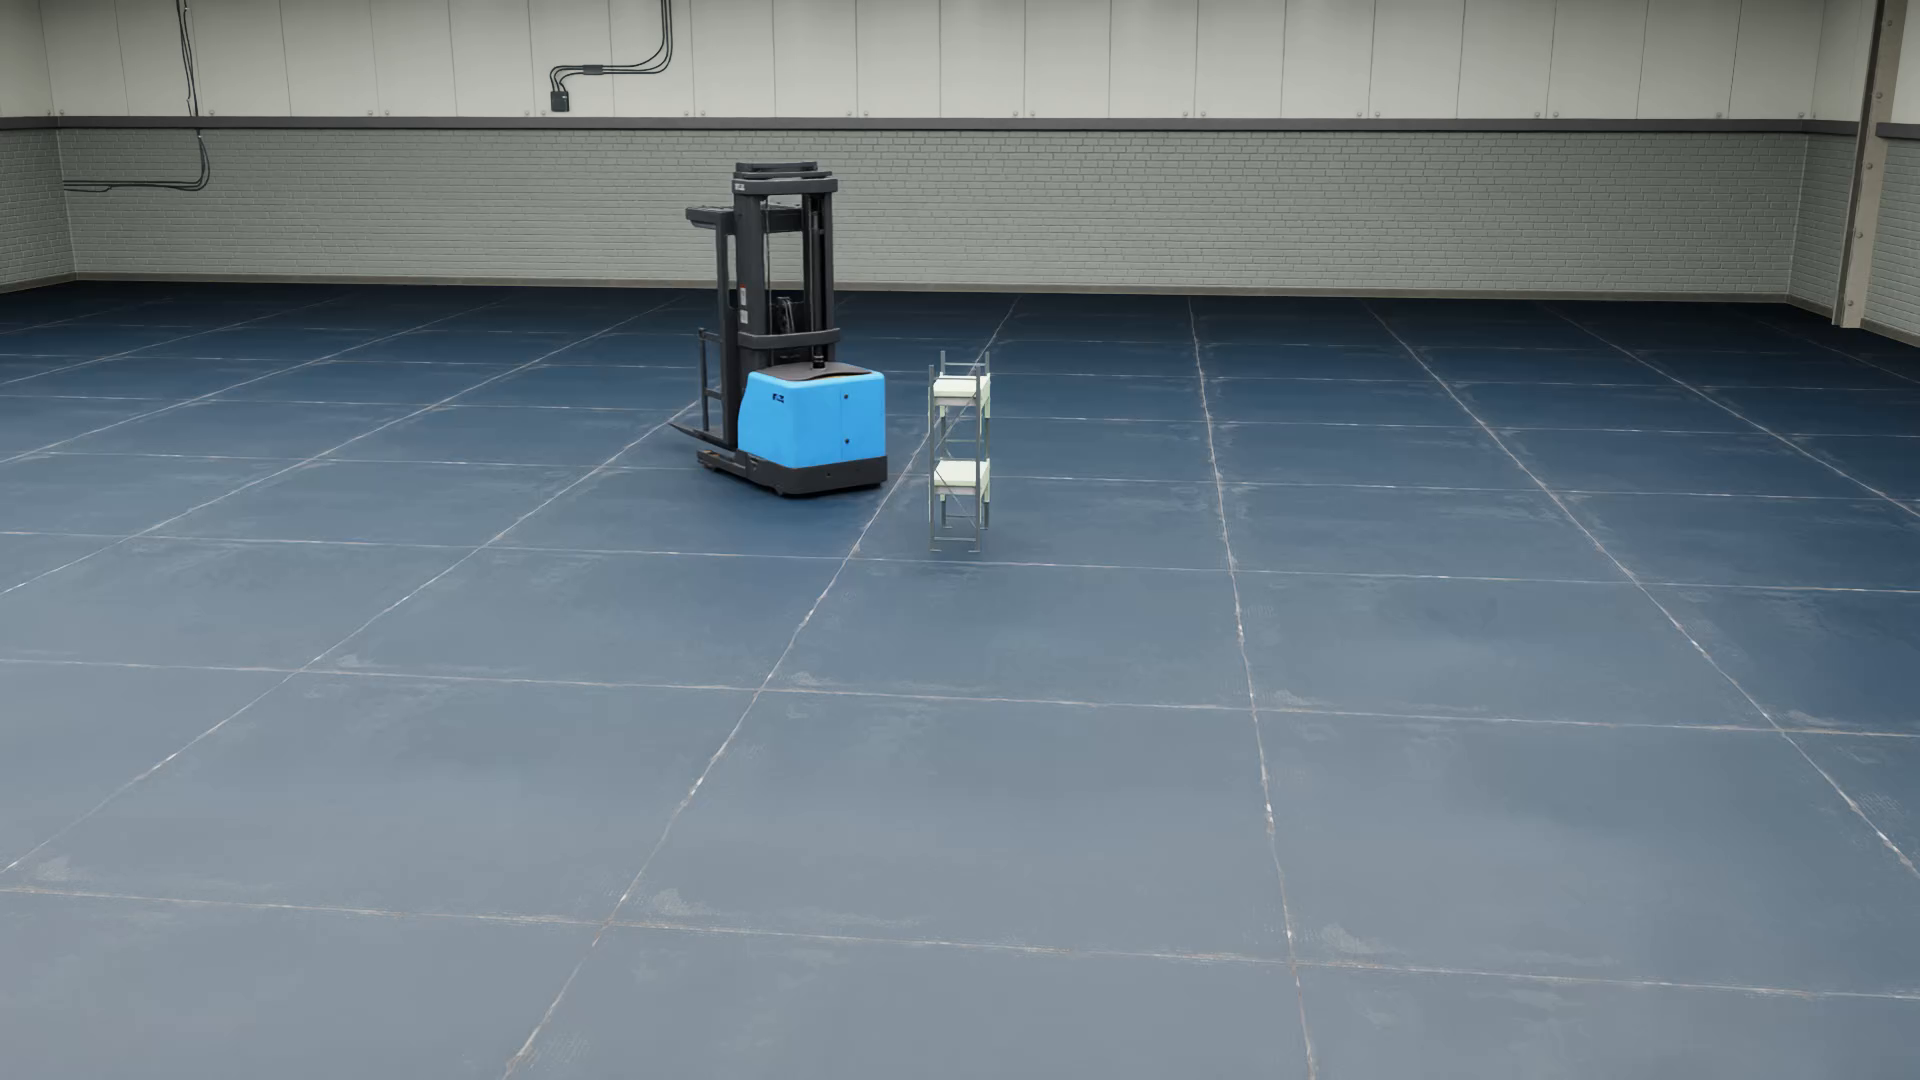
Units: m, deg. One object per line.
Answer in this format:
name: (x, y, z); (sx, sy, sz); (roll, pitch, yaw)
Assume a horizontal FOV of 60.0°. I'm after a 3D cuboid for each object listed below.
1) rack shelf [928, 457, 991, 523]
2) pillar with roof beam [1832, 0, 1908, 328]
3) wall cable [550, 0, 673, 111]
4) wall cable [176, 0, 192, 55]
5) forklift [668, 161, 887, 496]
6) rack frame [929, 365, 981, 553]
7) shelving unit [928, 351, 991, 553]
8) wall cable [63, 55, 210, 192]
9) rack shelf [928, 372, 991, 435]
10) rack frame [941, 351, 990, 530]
rack shelf: (0.001, -0.411, 13.558); (0.431, 0.370, 0.720); (2, 15, 6)
pillar with roof beam: (9.626, -7.827, 25.367); (9.100, 9.000, 0.400); (2, 15, 6)
wall cable: (-6.318, -10.711, 29.518); (2.305, 6.003, 0.169); (2, 15, 6)
wall cable: (-13.061, -10.212, 30.463); (3.097, 2.526, 0.112); (2, 15, 6)
forklift: (-1.917, -2.147, 15.987); (1.130, 2.935, 3.031); (-10, 18, -33)
rack frame: (-0.041, -0.631, 13.122); (0.400, 1.500, 0.023); (2, 15, 6)
shelving unit: (0.001, -0.726, 13.473); (0.431, 1.500, 0.755); (2, 15, 6)
wall cable: (-15.749, -7.854, 31.416); (3.097, 2.526, 0.112); (2, 15, 6)
rack shelf: (0.001, -1.102, 13.371); (0.431, 0.370, 0.720); (2, 15, 6)
rack frame: (0.042, -0.821, 13.824); (0.400, 1.500, 0.023); (2, 15, 6)
